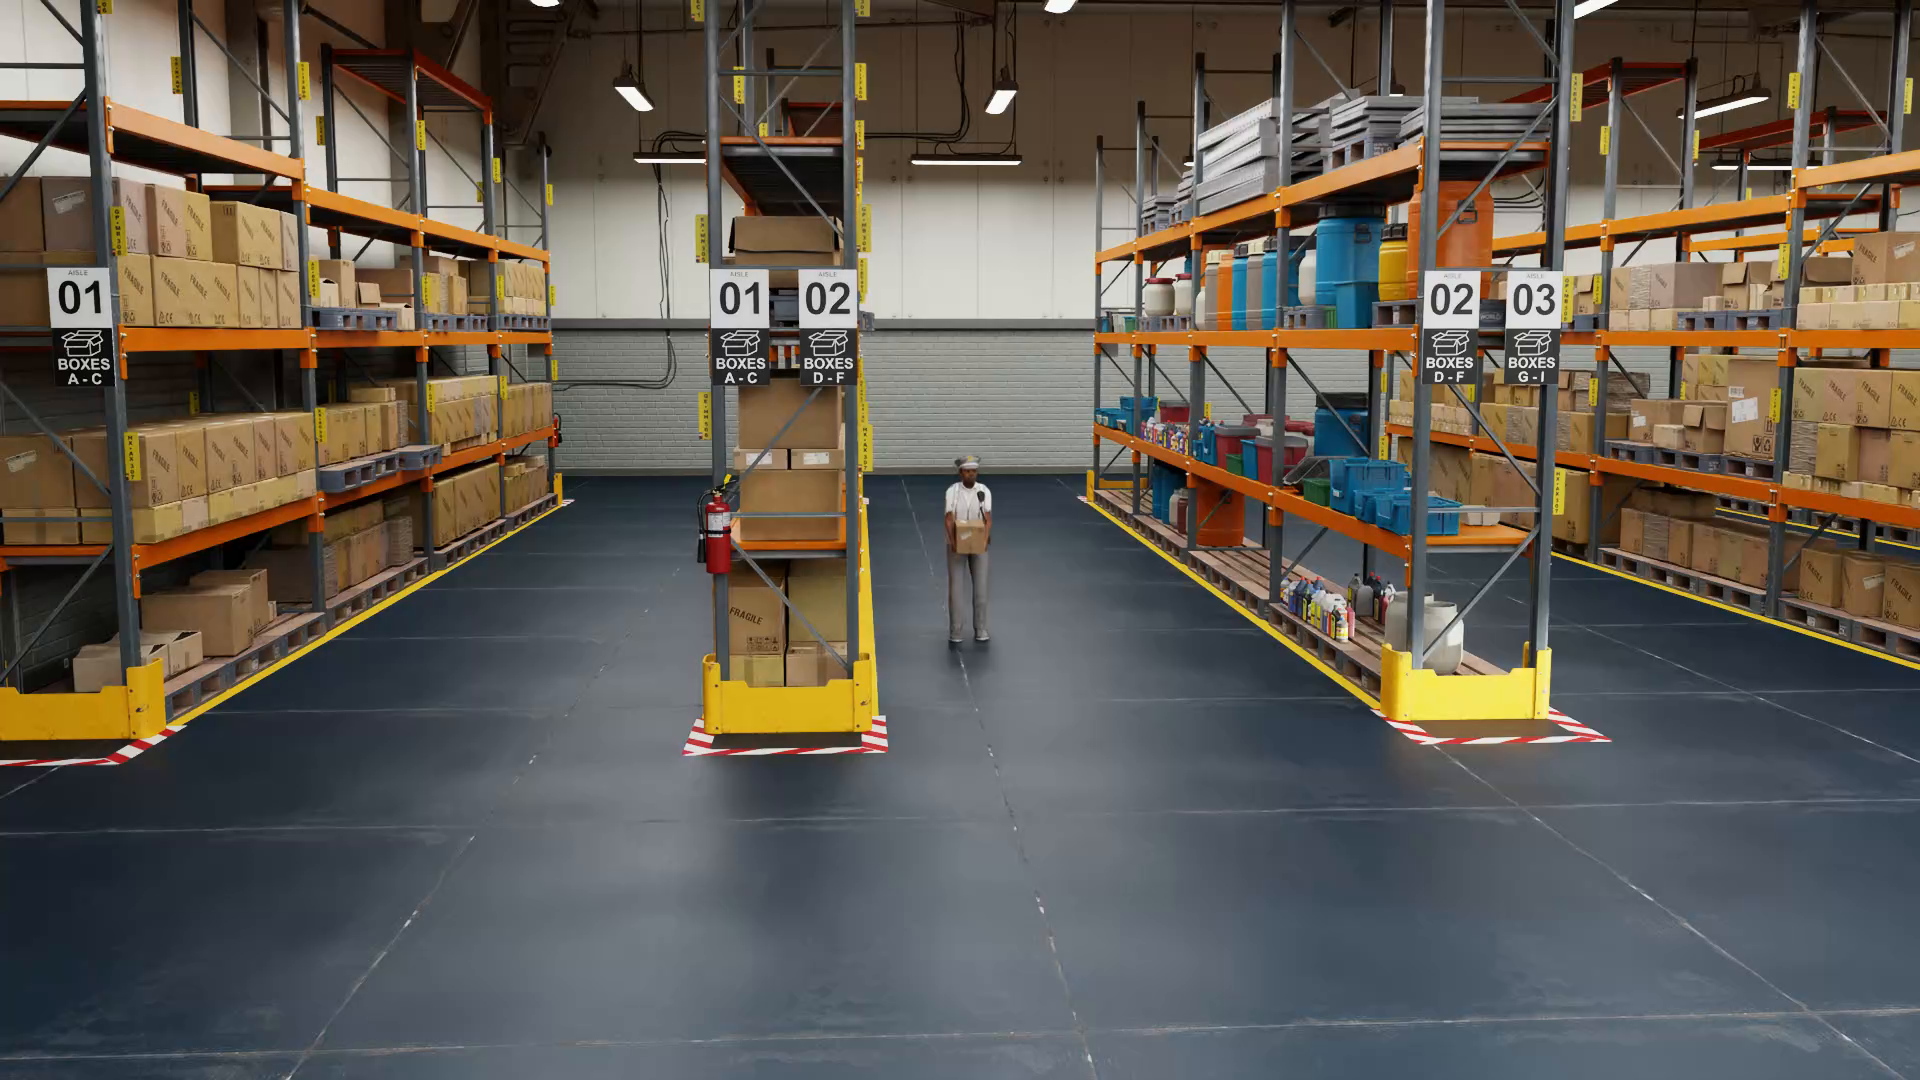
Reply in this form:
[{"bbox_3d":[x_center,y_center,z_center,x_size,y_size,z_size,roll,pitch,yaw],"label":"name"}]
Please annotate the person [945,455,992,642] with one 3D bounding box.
[{"bbox_3d":[0.077,0.074,15.057,0.435,1.692,0.520,-1,7,-4],"label":"person"}]
